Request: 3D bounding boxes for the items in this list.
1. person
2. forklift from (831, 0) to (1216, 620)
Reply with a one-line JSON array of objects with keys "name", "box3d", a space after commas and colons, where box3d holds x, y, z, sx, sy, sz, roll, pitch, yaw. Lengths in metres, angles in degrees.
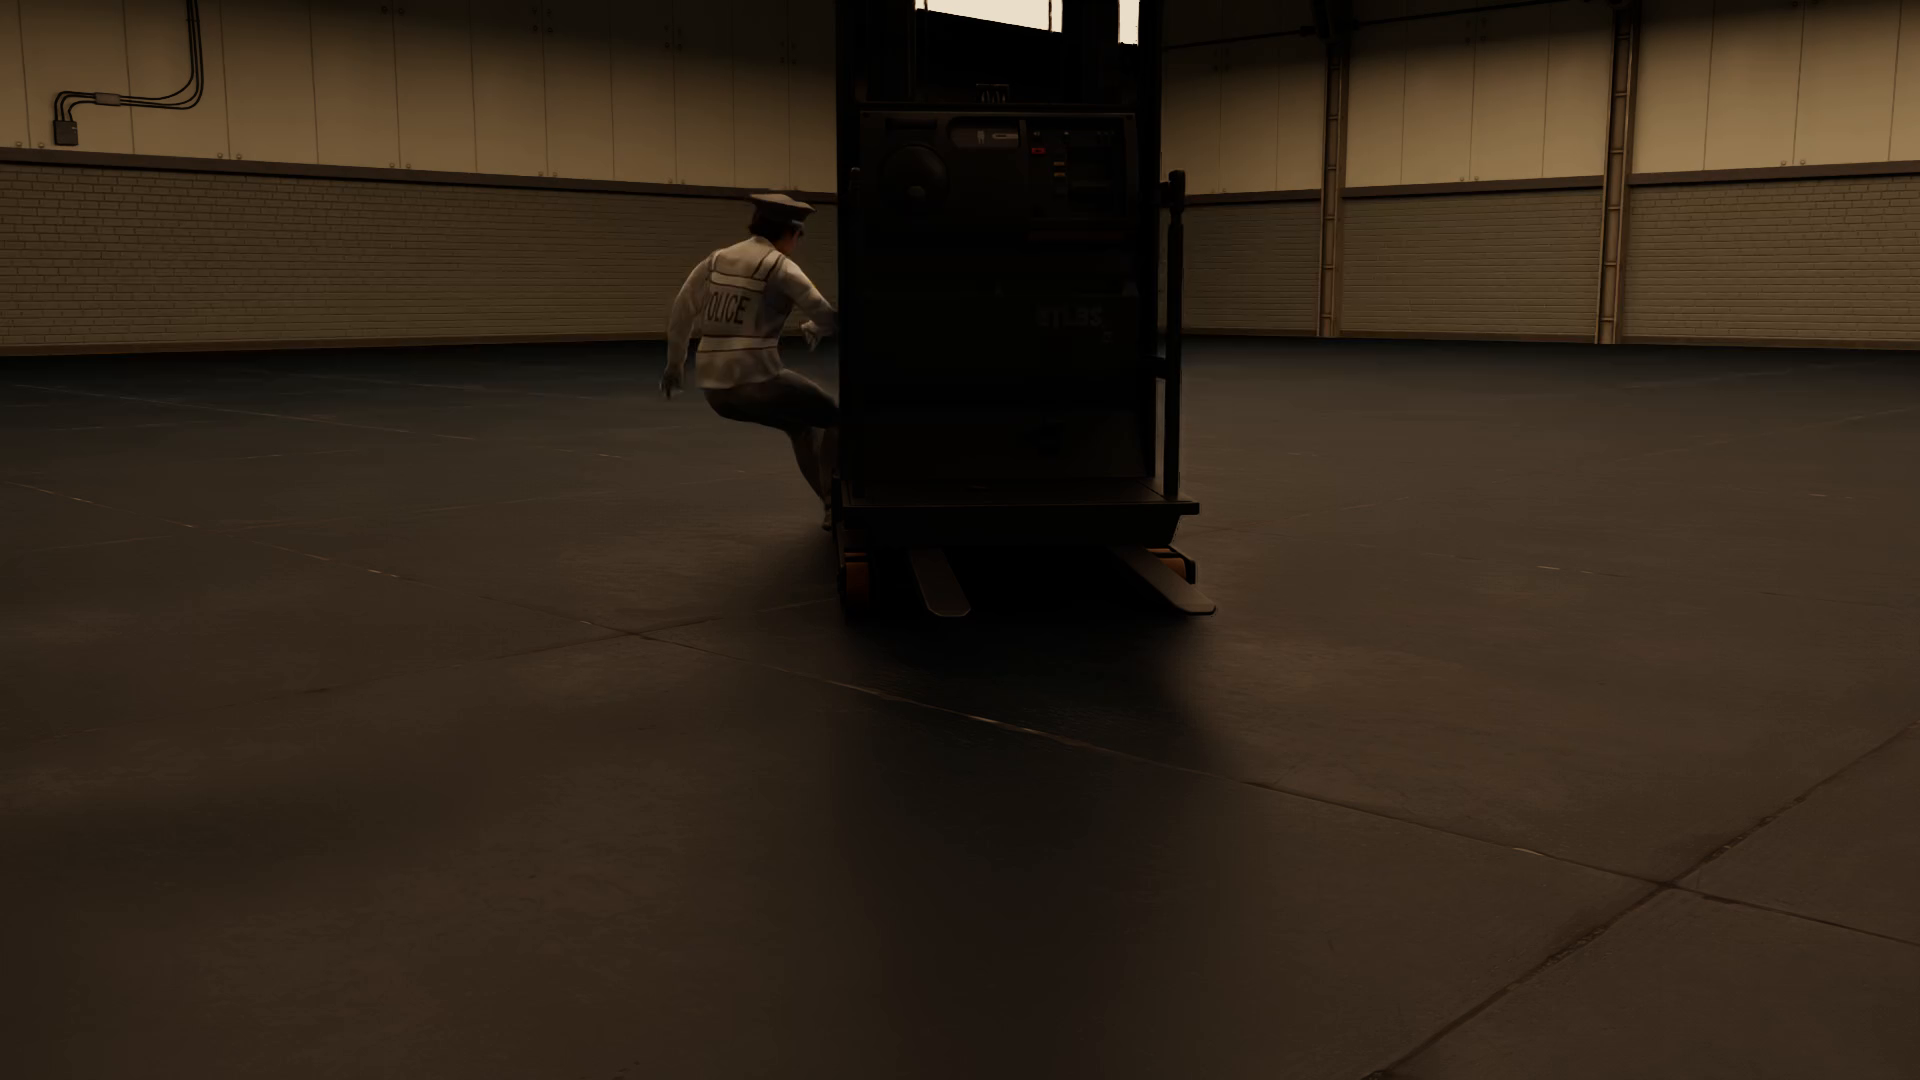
[{"name": "person", "box3d": [-0.716, -0.695, 6.908, 0.846, 1.442, 0.879, 7, 11, 39]}, {"name": "forklift", "box3d": [0.151, -1.272, 5.324, 1.130, 2.935, 3.031, -1, 9, -5]}]
